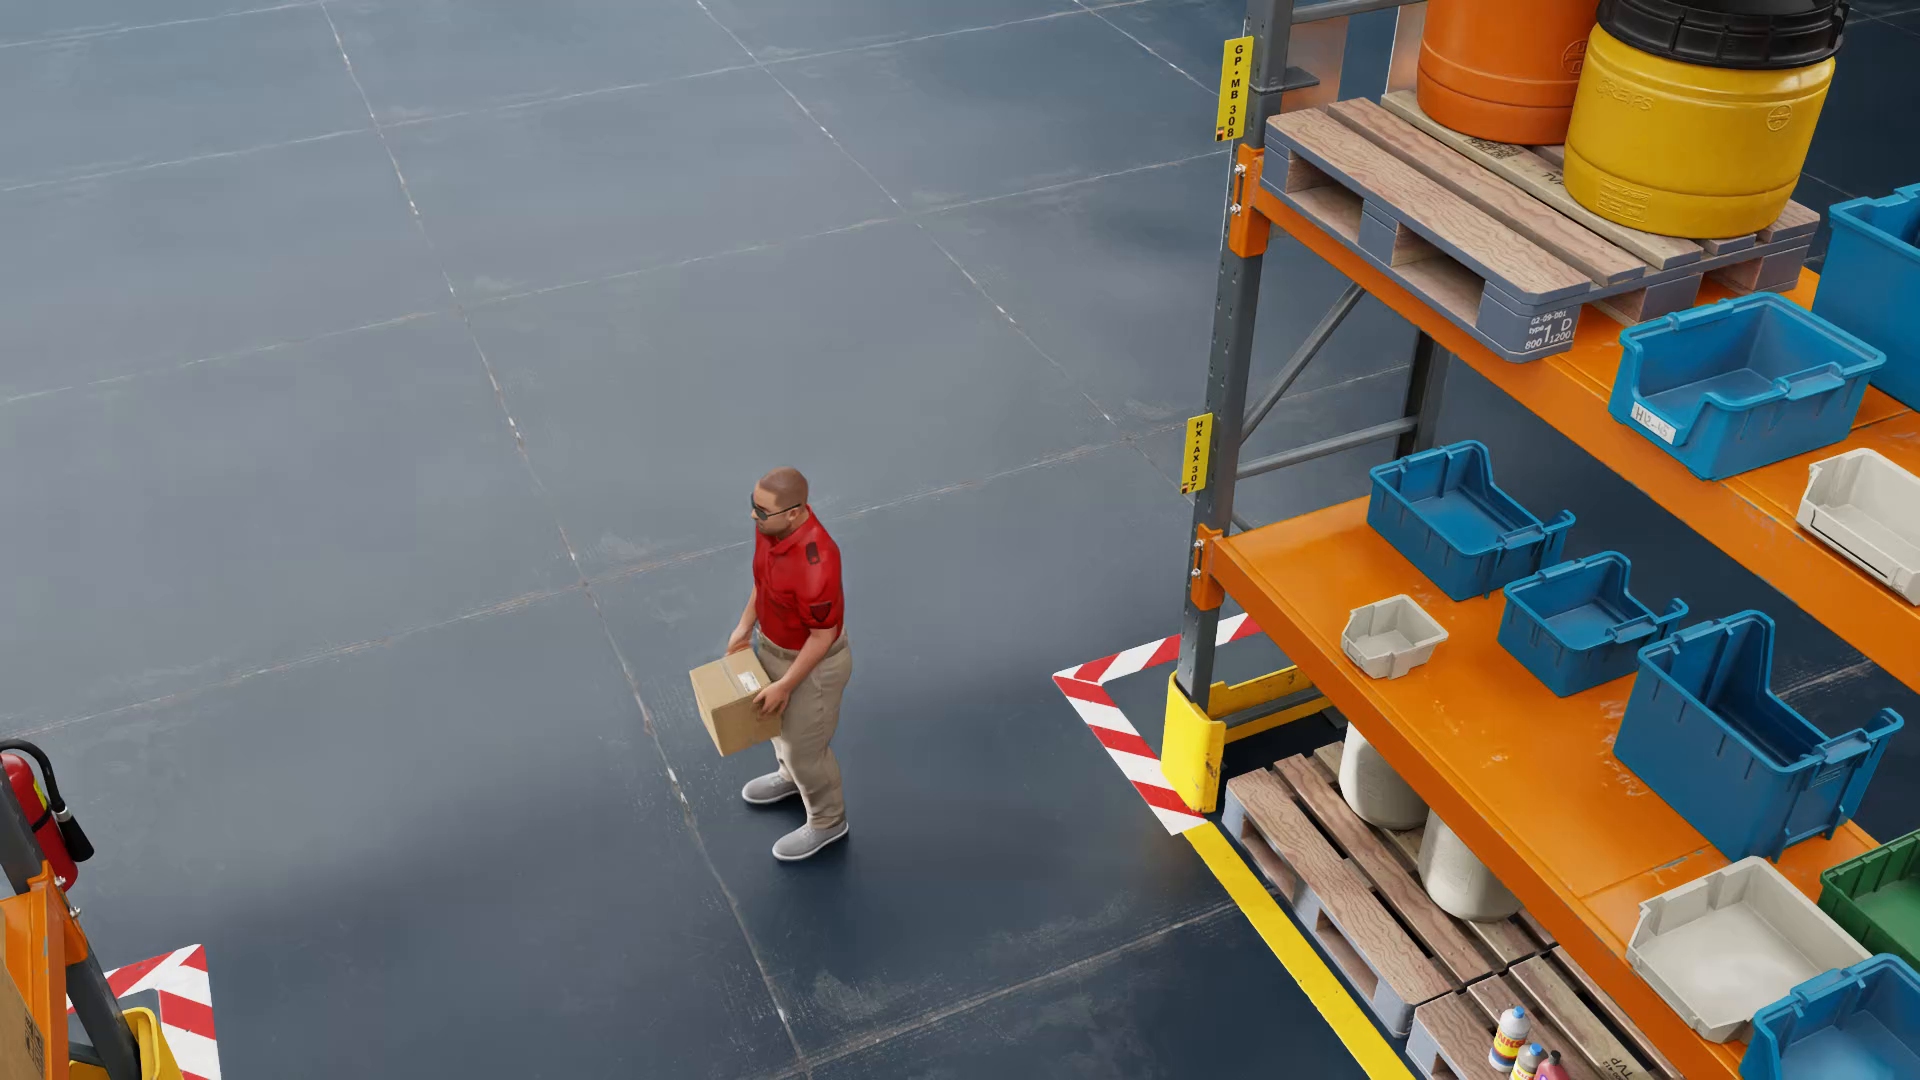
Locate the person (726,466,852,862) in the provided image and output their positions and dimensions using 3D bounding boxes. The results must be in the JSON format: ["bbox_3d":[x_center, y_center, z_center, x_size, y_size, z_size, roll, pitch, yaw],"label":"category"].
[{"bbox_3d":[-0.638,0.449,6.267,0.418,1.733,0.543,-16,40,-21],"label":"person"}]
